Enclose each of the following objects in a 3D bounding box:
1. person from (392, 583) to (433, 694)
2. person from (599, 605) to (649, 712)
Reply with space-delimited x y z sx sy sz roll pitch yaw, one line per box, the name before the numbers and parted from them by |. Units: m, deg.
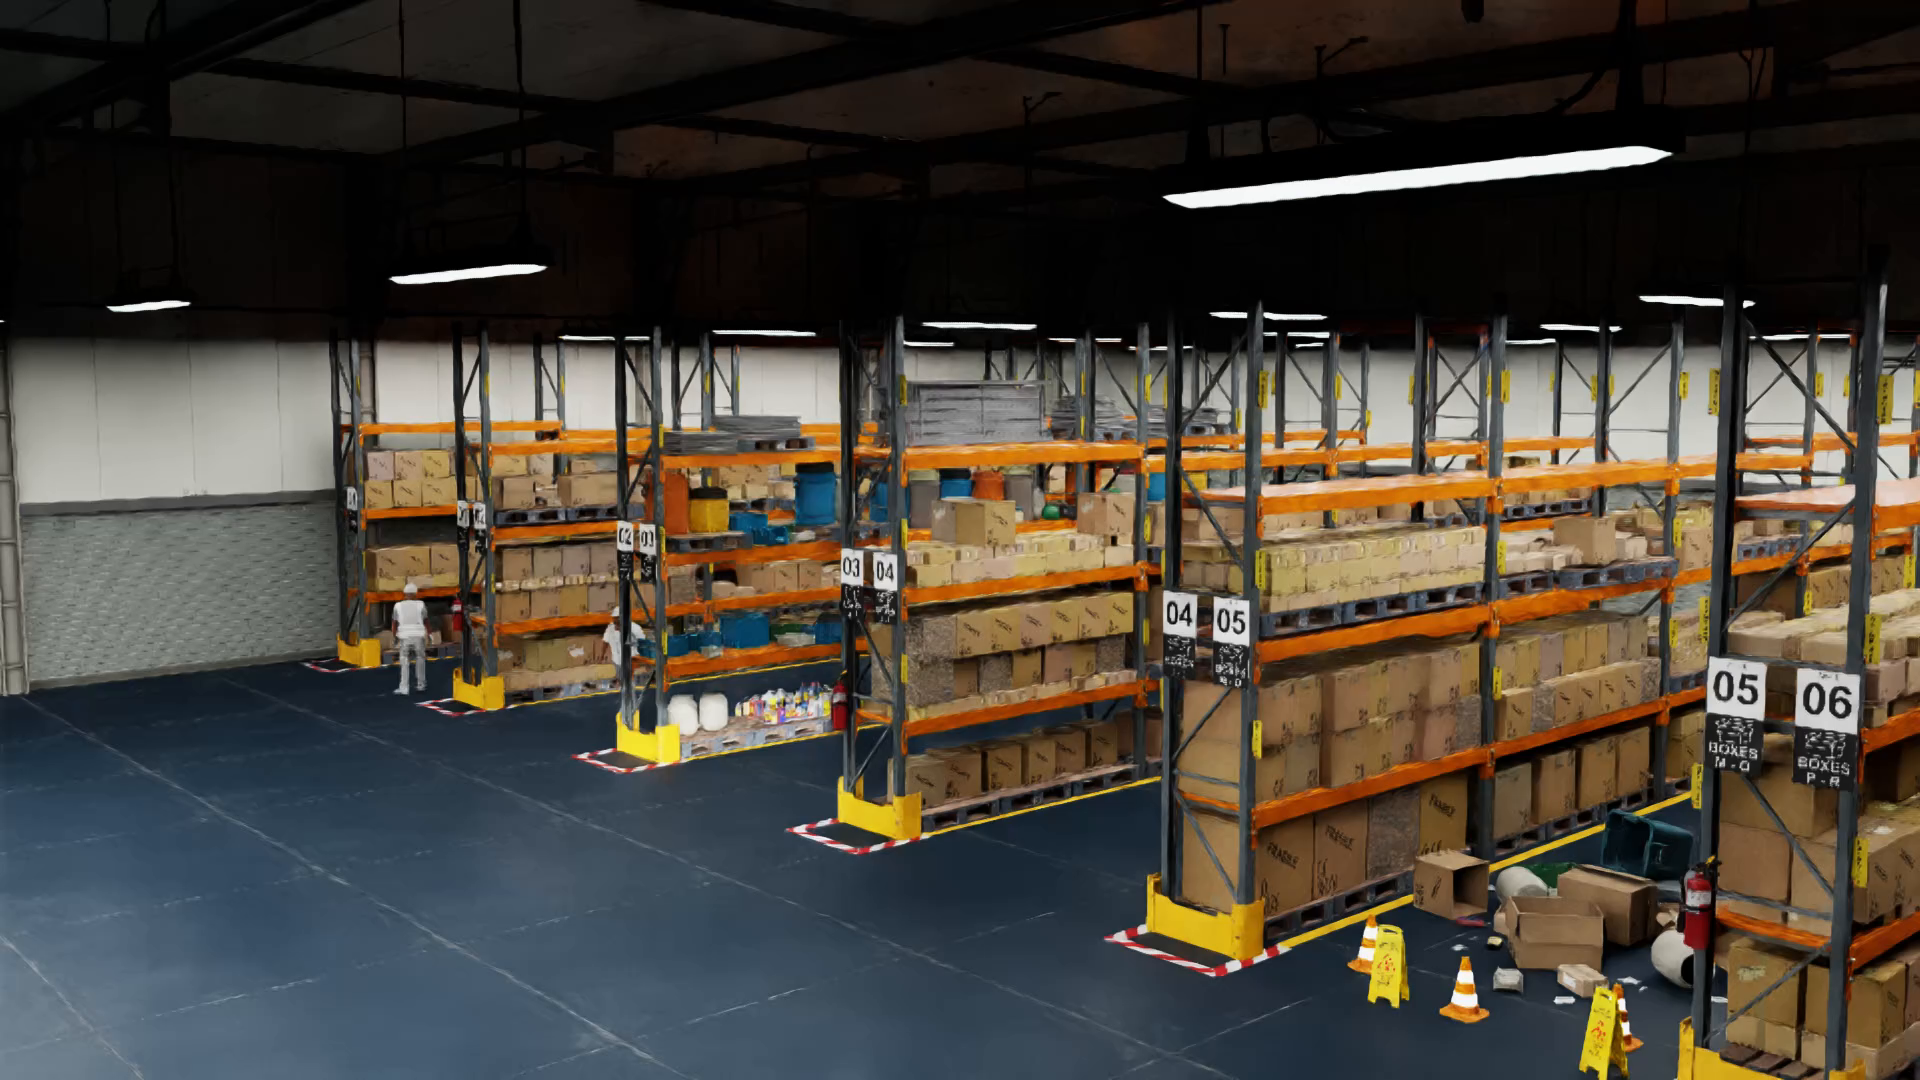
person | -8.919 1.584 27.094 0.639 1.784 0.557 -2 6 -22
person | -5.068 1.822 25.178 0.706 1.697 0.801 3 6 28
